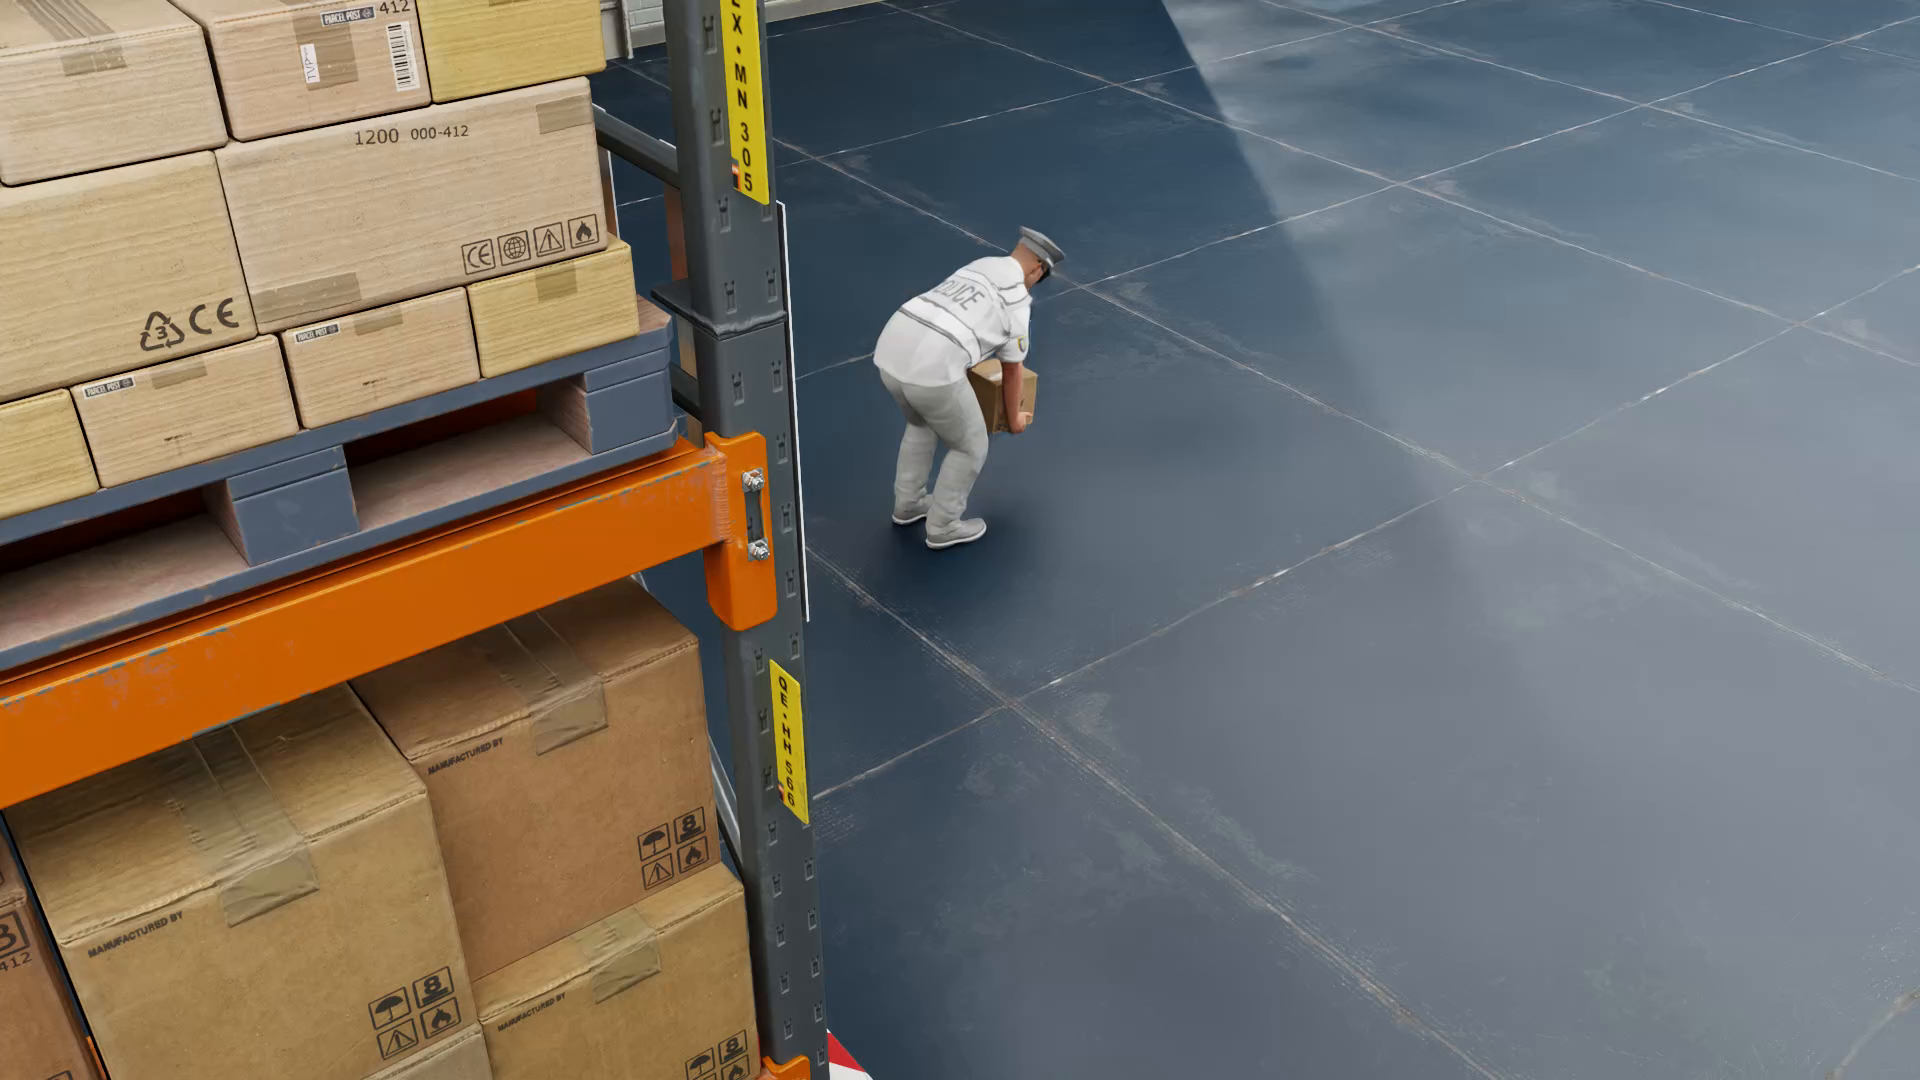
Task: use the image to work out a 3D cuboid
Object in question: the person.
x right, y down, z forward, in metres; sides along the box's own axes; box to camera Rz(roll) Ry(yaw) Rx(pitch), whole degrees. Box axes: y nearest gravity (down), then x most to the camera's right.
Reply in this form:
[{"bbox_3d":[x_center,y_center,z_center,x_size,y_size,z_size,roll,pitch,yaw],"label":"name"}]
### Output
[{"bbox_3d":[0.075,-0.708,7.654,0.995,1.346,0.480,-23,39,-32],"label":"person"}]
